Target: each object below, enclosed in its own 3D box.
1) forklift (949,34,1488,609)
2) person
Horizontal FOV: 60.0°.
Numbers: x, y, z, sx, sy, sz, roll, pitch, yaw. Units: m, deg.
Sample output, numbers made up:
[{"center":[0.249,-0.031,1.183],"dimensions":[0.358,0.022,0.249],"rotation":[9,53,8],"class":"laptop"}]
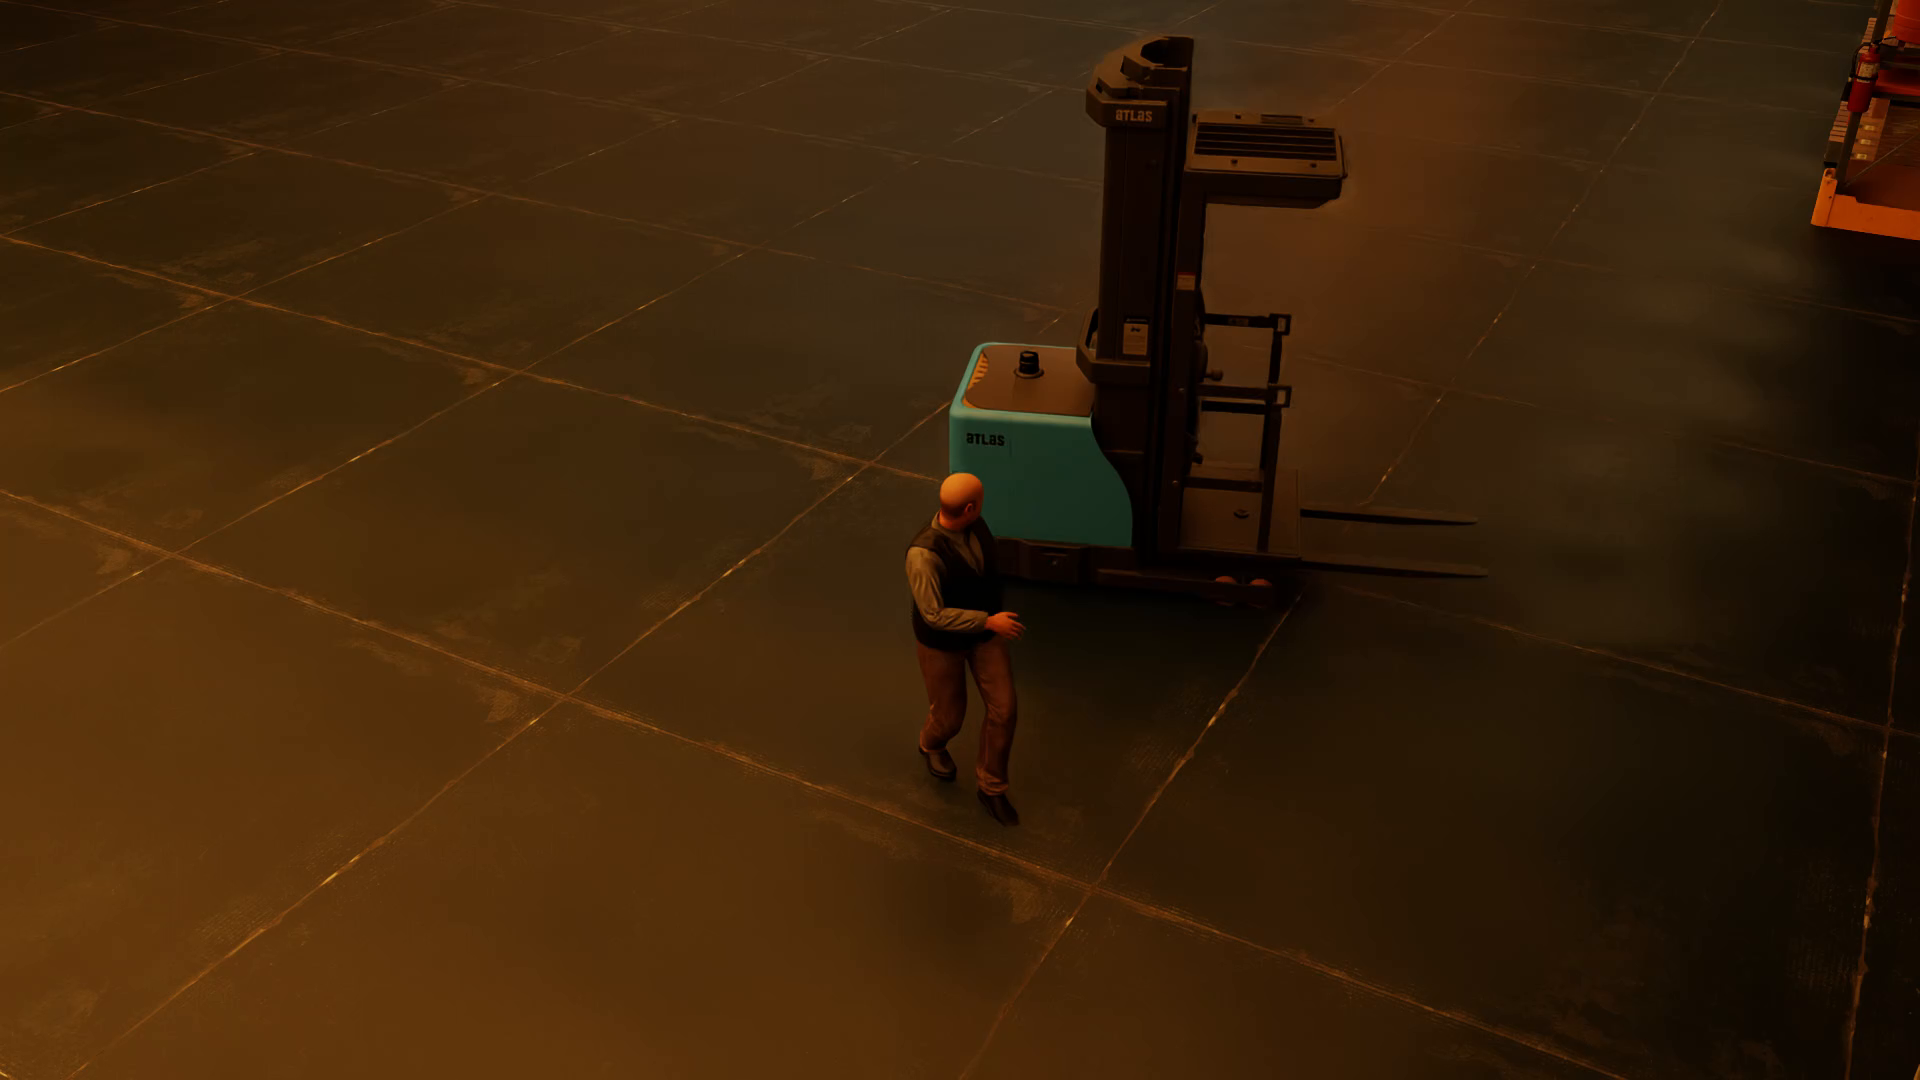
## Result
[{"center":[1.491,-1.169,9.097],"dimensions":[3.031,2.935,1.130],"rotation":[5,30,8],"class":"forklift"},{"center":[0.006,0.454,7.610],"dimensions":[0.570,1.700,0.896],"rotation":[-18,34,-28],"class":"person"}]
